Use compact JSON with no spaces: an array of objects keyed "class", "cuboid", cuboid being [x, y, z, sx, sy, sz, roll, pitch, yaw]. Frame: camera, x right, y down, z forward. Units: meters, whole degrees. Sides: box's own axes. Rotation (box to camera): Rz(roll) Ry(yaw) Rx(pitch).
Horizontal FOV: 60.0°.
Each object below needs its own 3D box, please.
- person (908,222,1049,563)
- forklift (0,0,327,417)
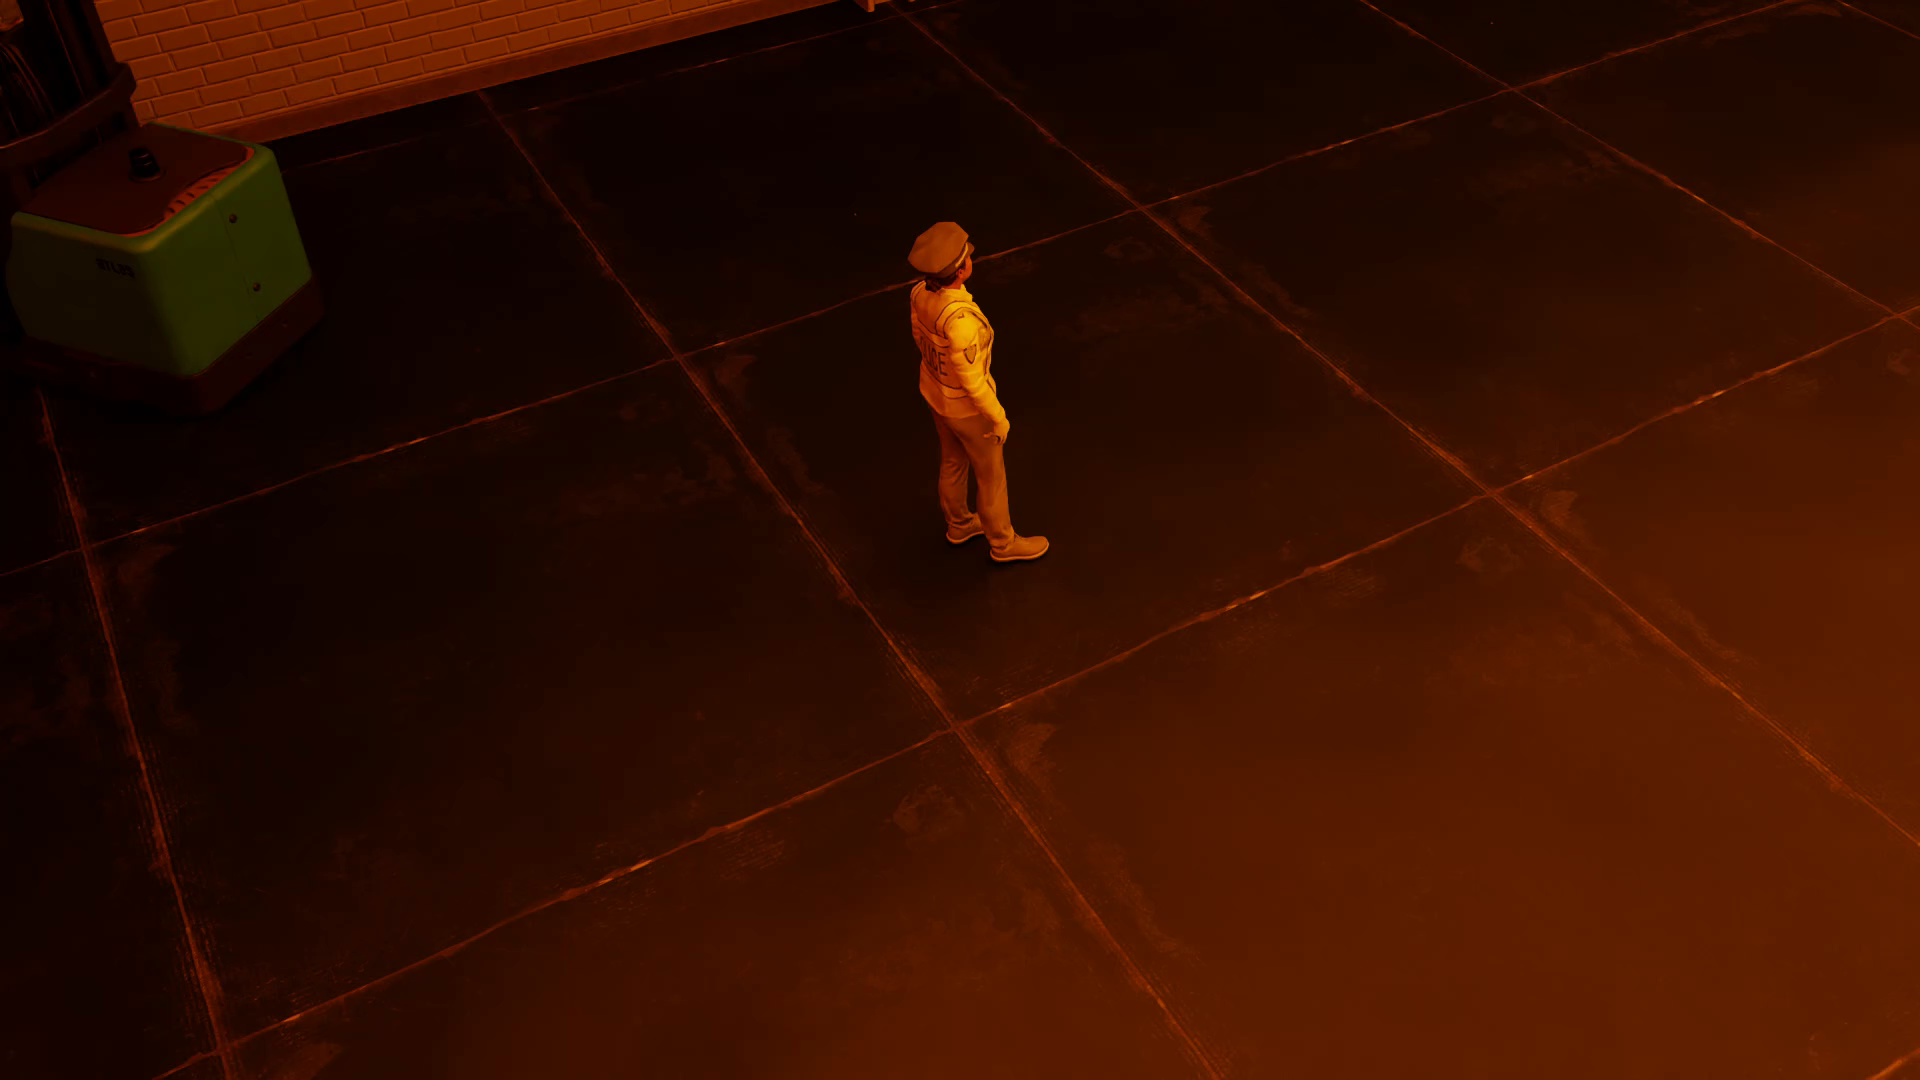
[{"class":"person","cuboid":[0.063,-0.646,7.293,0.530,1.694,0.586,-21,47,-21]},{"class":"forklift","cuboid":[-5.031,-2.328,8.208,3.031,2.935,1.130,14,45,15]}]
